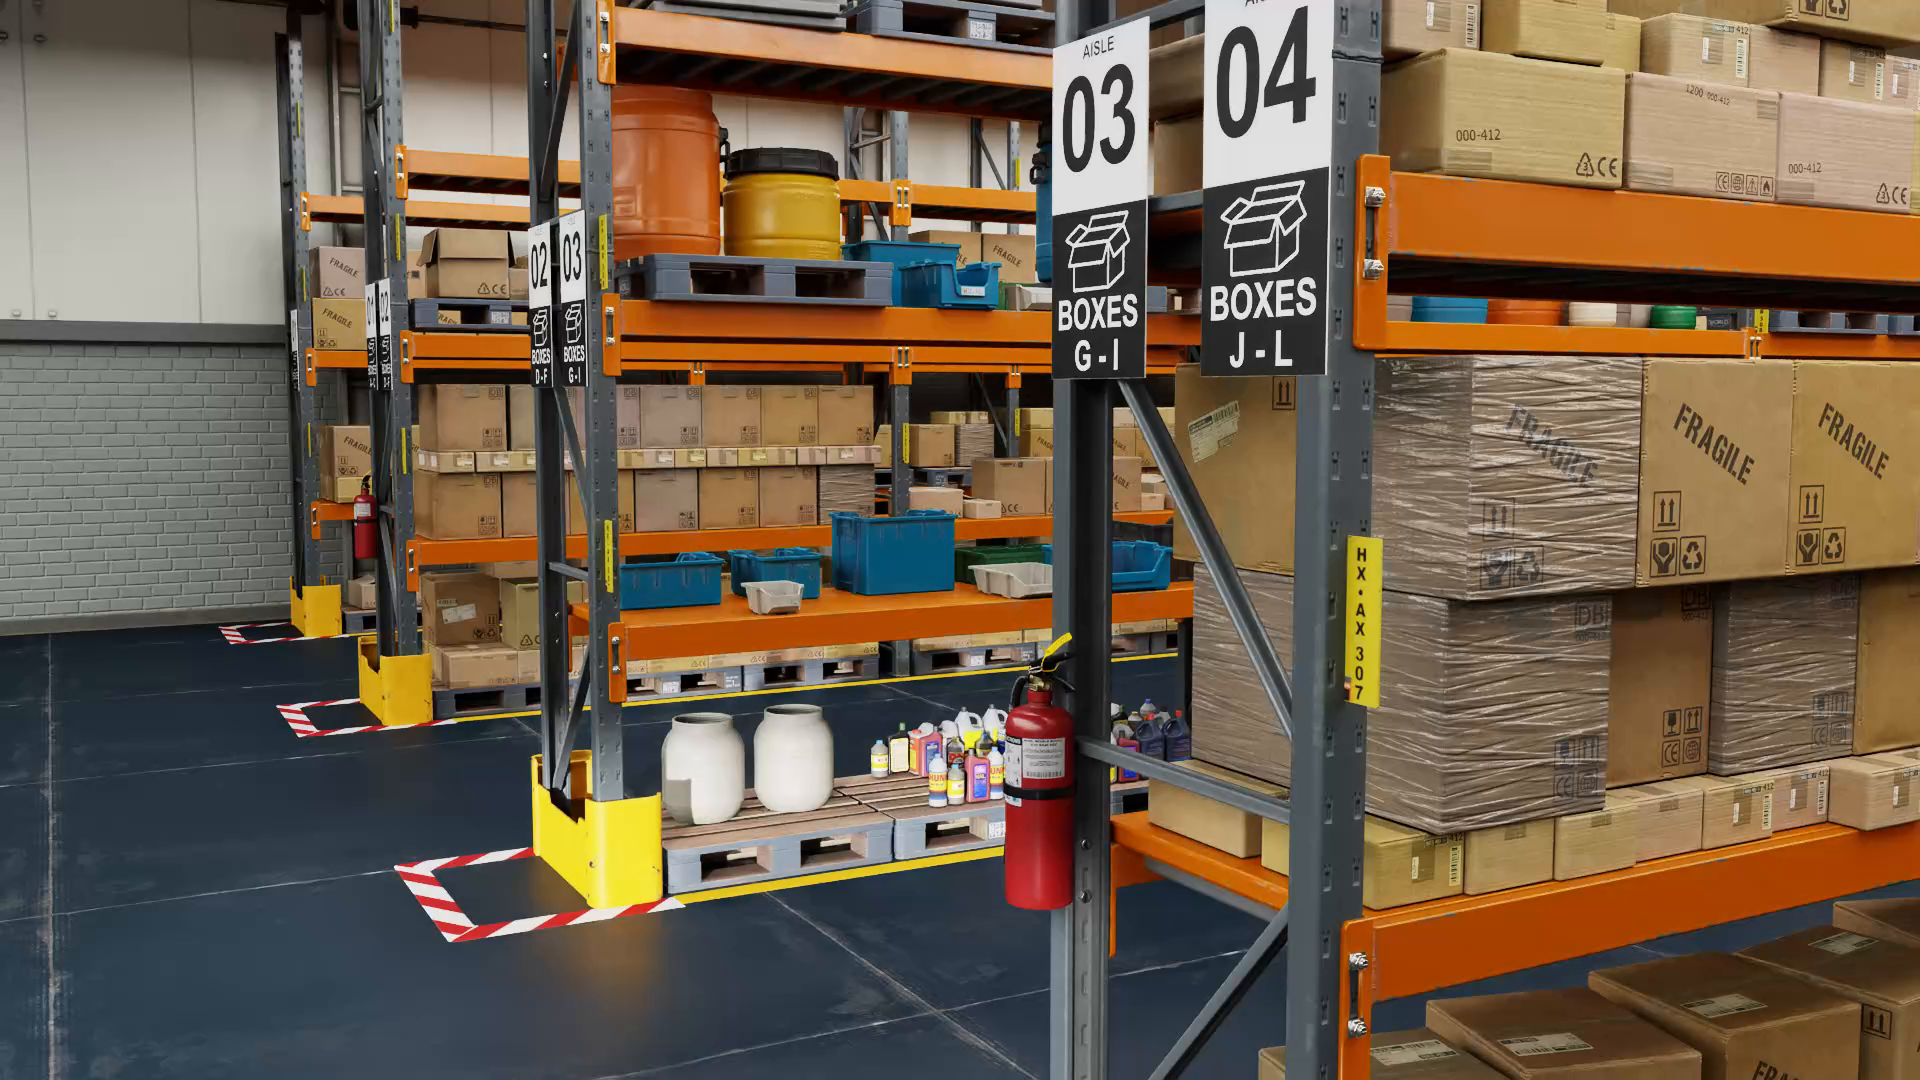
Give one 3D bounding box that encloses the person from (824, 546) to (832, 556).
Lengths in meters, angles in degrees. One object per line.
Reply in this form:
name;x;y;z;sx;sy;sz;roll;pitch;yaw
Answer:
person;-1.376;-0.090;18.151;0.408;1.770;0.521;-1;5;-7
